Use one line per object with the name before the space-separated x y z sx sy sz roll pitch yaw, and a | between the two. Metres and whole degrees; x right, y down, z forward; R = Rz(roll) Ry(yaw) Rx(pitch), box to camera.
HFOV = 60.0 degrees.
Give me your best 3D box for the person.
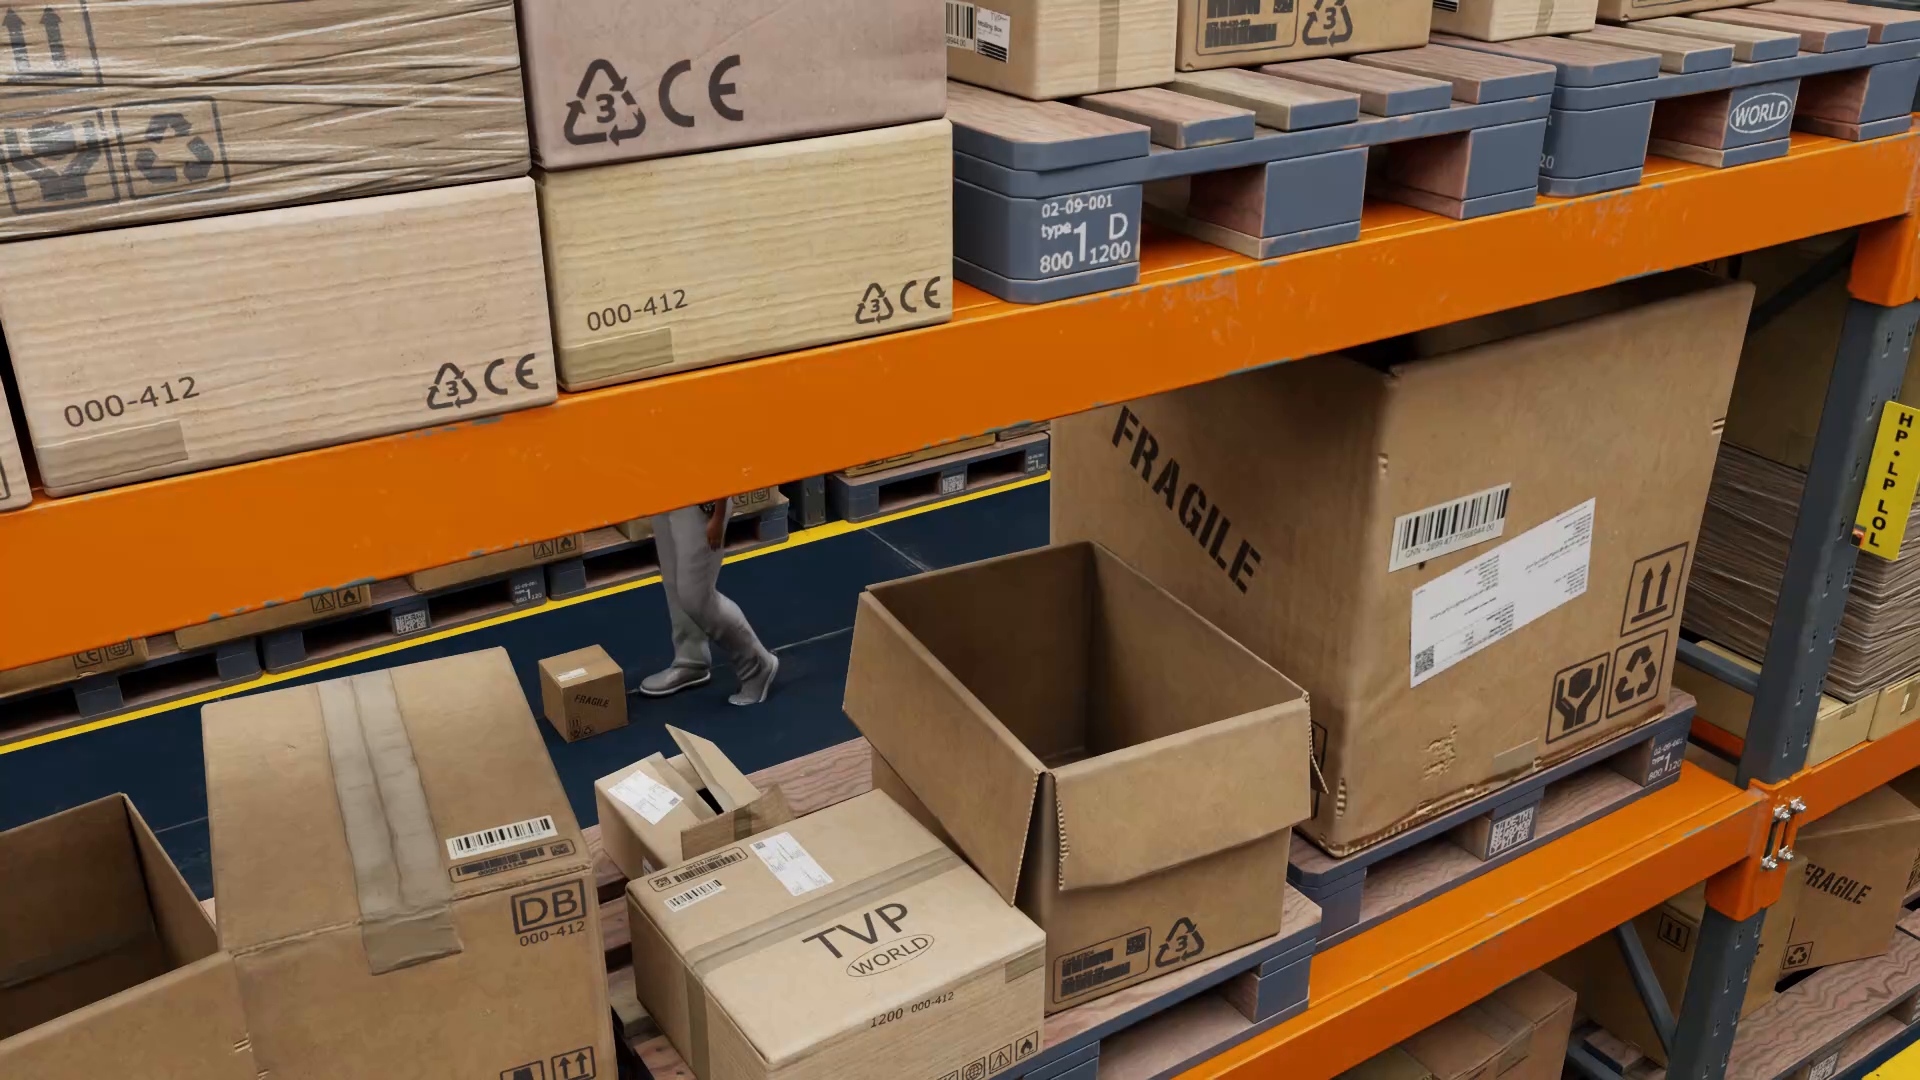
person | -1.054 -0.148 6.433 0.485 1.718 0.481 -15 29 -29
